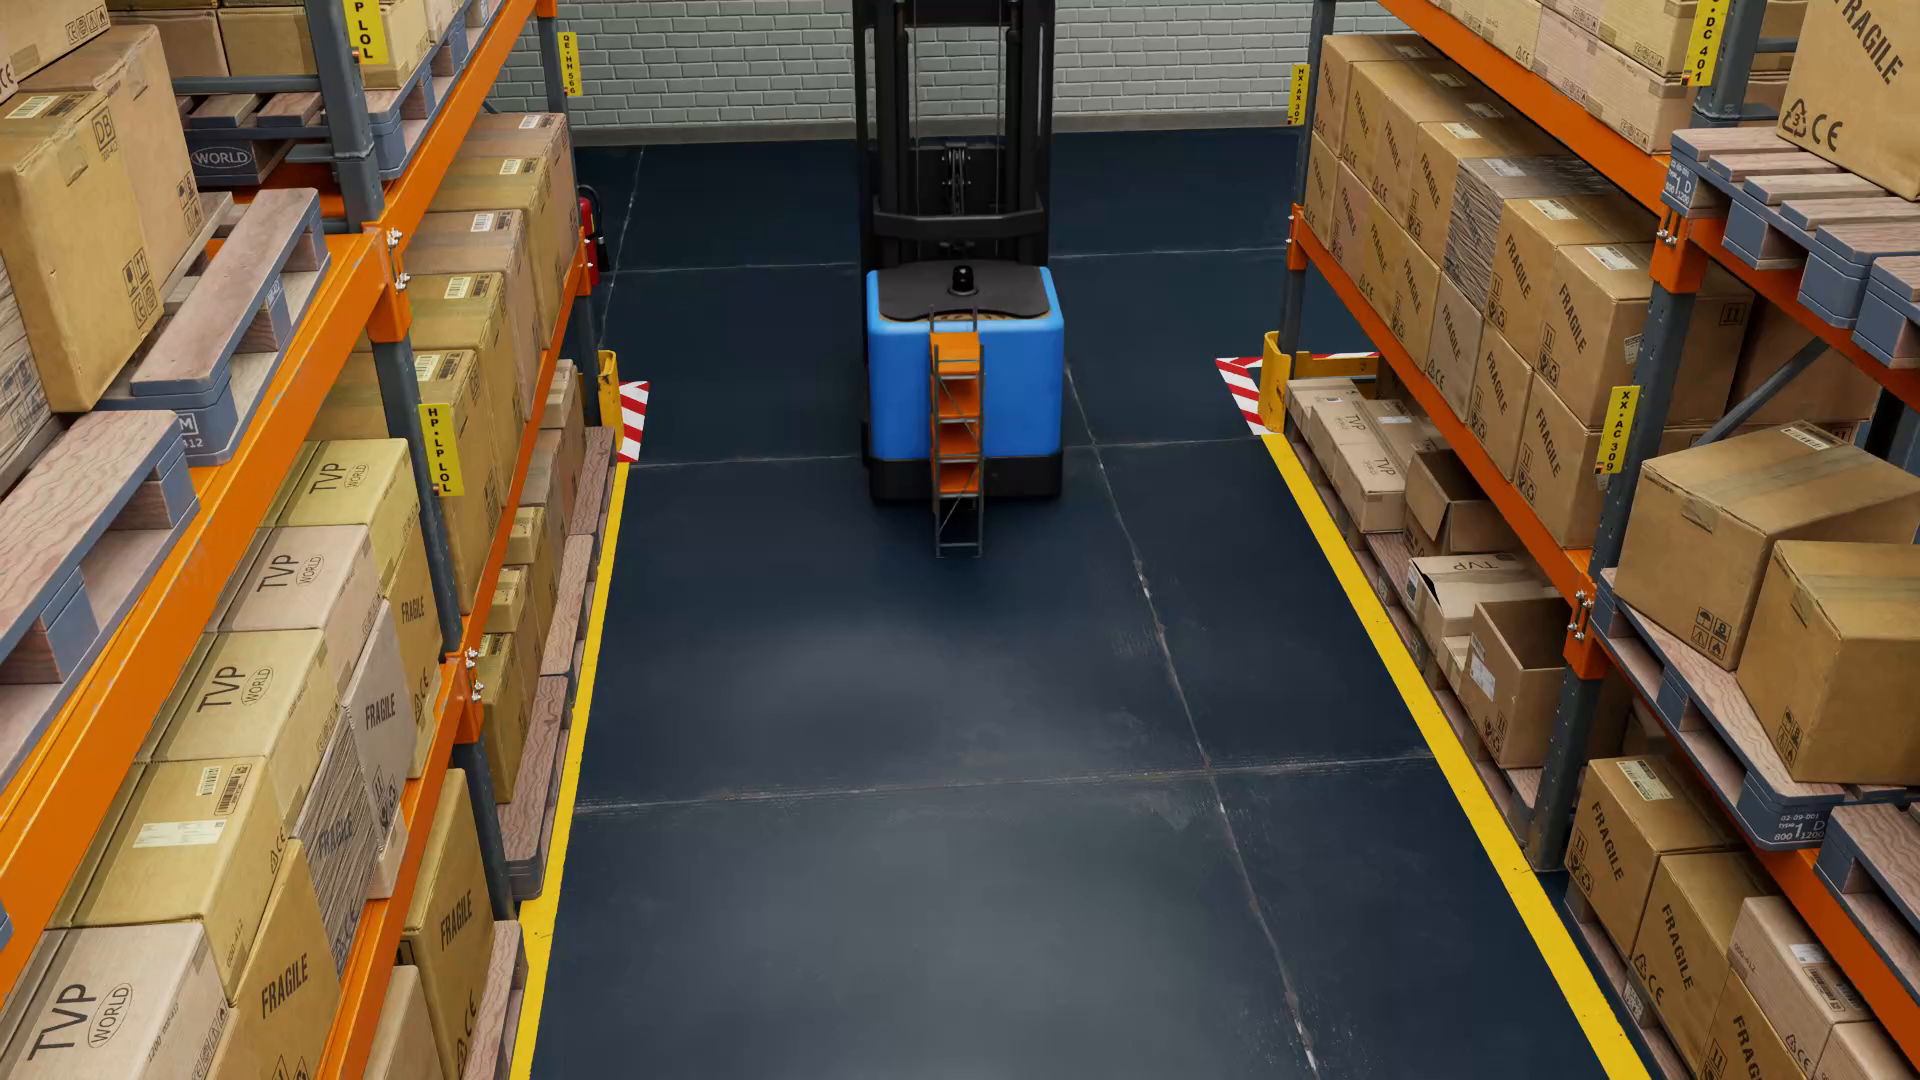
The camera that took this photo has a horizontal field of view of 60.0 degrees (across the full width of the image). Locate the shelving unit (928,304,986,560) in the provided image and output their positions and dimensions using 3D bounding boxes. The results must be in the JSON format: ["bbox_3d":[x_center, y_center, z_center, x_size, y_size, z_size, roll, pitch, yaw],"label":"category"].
[{"bbox_3d":[-0.018,-0.546,8.494,0.258,1.200,0.503,-2,31,-3],"label":"shelving unit"}]

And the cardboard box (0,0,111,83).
[{"bbox_3d":[-2.226,-1.174,3.607,0.500,0.250,0.500,-1,31,-1],"label":"cardboard box"}]

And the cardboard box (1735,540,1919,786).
[{"bbox_3d":[2.703,0.350,4.731,0.700,0.500,0.500,2,31,3],"label":"cardboard box"}]

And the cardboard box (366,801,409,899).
[{"bbox_3d":[-1.755,0.865,4.603,0.380,0.149,0.250,-3,31,-5],"label":"cardboard box"}]

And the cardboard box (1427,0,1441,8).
[{"bbox_3d":[2.257,-2.507,7.243,0.500,0.250,0.500,-3,31,-5],"label":"cardboard box"}]

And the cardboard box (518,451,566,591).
[{"bbox_3d":[-2.292,-0.072,7.974,0.700,0.500,0.500,-4,31,-6],"label":"cardboard box"}]

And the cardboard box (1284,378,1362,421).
[{"bbox_3d":[2.077,-0.804,9.522,0.380,0.149,0.250,-3,31,-5],"label":"cardboard box"}]

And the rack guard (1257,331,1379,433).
[{"bbox_3d":[2.387,-0.957,9.865,1.175,0.500,0.348,-3,31,-5],"label":"rack guard"}]

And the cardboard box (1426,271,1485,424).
[{"bbox_3d":[2.352,-0.838,7.130,0.500,0.500,0.500,-2,31,-3],"label":"cardboard box"}]

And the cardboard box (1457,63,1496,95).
[{"bbox_3d":[2.744,-2.069,8.217,0.500,0.500,0.500,-2,31,-3],"label":"cardboard box"}]

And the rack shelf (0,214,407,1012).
[{"bbox_3d":[-1.991,0.254,3.175,1.077,0.370,4.000,-3,31,-5],"label":"rack shelf"}]

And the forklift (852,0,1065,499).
[{"bbox_3d":[-0.049,-2.203,9.579,1.130,2.935,3.031,-2,31,-3],"label":"forklift"}]

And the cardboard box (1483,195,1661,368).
[{"bbox_3d":[2.398,-1.006,6.437,0.500,0.500,0.500,-3,31,-6],"label":"cardboard box"}]

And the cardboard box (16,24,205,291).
[{"bbox_3d":[-2.205,-0.853,3.801,0.700,0.500,0.500,-4,31,-7],"label":"cardboard box"}]

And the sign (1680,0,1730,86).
[{"bbox_3d":[2.214,-1.507,4.918,0.100,0.325,0.005,-3,31,-5],"label":"sign"}]

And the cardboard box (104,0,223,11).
[{"bbox_3d":[-2.475,-1.902,4.991,0.500,0.500,0.500,-3,31,-5],"label":"cardboard box"}]

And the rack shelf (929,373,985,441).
[{"bbox_3d":[-0.018,-0.680,8.414,0.258,0.148,0.480,-2,31,-3],"label":"rack shelf"}]

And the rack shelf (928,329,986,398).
[{"bbox_3d":[-0.018,-0.883,8.292,0.258,0.148,0.480,-2,31,-3],"label":"rack shelf"}]

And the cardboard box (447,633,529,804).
[{"bbox_3d":[-2.146,0.718,6.650,0.700,0.500,0.500,-2,31,-4],"label":"cardboard box"}]

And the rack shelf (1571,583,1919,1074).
[{"bbox_3d":[2.941,1.303,4.345,1.077,0.370,4.000,-3,31,-5],"label":"rack shelf"}]

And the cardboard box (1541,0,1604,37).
[{"bbox_3d":[2.395,-1.956,5.833,0.500,0.250,0.500,-3,31,-5],"label":"cardboard box"}]

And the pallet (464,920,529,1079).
[{"bbox_3d":[-2.031,1.800,5.531,1.003,0.211,1.213,-3,31,-5],"label":"pallet"}]

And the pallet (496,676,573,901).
[{"bbox_3d":[-2.171,1.017,6.841,1.003,0.211,1.213,-3,31,-5],"label":"pallet"}]

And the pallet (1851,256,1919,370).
[{"bbox_3d":[2.845,-0.368,3.700,1.213,0.211,1.003,-3,31,-5],"label":"pallet"}]

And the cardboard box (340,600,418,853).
[{"bbox_3d":[-1.826,0.517,4.553,0.500,0.500,0.500,-3,31,-4],"label":"cardboard box"}]

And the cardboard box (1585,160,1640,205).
[{"bbox_3d":[2.894,-1.279,6.894,0.500,0.500,0.500,-4,31,-6],"label":"cardboard box"}]

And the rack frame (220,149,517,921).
[{"bbox_3d":[-2.178,0.212,5.469,1.000,3.000,0.127,-3,31,-5],"label":"rack frame"}]

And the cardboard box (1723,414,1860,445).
[{"bbox_3d":[2.978,-0.343,6.302,0.500,0.500,0.500,-2,31,-3],"label":"cardboard box"}]

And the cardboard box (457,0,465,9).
[{"bbox_3d":[-2.069,-2.122,6.092,0.500,0.250,0.500,-4,31,-6],"label":"cardboard box"}]

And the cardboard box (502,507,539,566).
[{"bbox_3d":[-2.045,-0.010,7.237,0.380,0.149,0.250,-4,31,-6],"label":"cardboard box"}]

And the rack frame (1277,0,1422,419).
[{"bbox_3d":[2.380,-2.069,9.289,1.000,3.000,0.127,-3,31,-5],"label":"rack frame"}]

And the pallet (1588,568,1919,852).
[{"bbox_3d":[2.720,0.469,5.227,1.003,0.211,1.213,-3,31,-5],"label":"pallet"}]

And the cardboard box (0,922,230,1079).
[{"bbox_3d":[-1.691,0.980,3.046,0.500,0.250,0.500,-3,31,-4],"label":"cardboard box"}]

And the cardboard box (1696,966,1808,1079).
[{"bbox_3d":[2.657,1.643,5.082,0.500,0.500,0.500,-2,31,-4],"label":"cardboard box"}]

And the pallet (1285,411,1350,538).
[{"bbox_3d":[2.463,-0.426,9.258,1.003,0.211,1.213,-3,31,-5],"label":"pallet"}]

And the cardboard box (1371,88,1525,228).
[{"bbox_3d":[2.257,-1.780,7.732,0.500,0.500,0.500,-2,31,-4],"label":"cardboard box"}]

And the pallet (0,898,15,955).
[{"bbox_3d":[-1.917,0.722,1.876,1.213,0.211,1.003,-1,31,-2],"label":"pallet"}]

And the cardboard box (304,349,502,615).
[{"bbox_3d":[-2.212,-0.194,5.858,0.980,0.700,0.700,-2,31,-4],"label":"cardboard box"}]

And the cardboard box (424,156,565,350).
[{"bbox_3d":[-2.415,-1.328,7.755,0.980,0.700,0.700,-3,31,-5],"label":"cardboard box"}]

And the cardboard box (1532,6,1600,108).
[{"bbox_3d":[2.407,-1.742,5.962,0.500,0.250,0.500,-3,31,-5],"label":"cardboard box"}]

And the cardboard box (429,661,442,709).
[{"bbox_3d":[-1.864,0.471,5.262,0.380,0.149,0.250,-2,31,-4],"label":"cardboard box"}]

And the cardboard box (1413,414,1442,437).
[{"bbox_3d":[2.624,-0.565,9.104,0.380,0.166,0.250,-3,31,-5],"label":"cardboard box"}]

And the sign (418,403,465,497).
[{"bbox_3d":[-1.638,-0.282,5.245,0.100,0.325,0.005,-3,31,-5],"label":"sign"}]

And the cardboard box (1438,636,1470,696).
[{"bbox_3d":[2.323,0.542,7.268,0.380,0.149,0.250,-3,31,-5],"label":"cardboard box"}]

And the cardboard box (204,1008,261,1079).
[{"bbox_3d":[-1.680,1.294,3.252,0.500,0.500,0.500,-3,31,-5],"label":"cardboard box"}]

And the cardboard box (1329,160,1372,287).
[{"bbox_3d":[2.213,-1.610,8.422,0.500,0.500,0.500,-3,31,-5],"label":"cardboard box"}]

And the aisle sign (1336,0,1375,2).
[{"bbox_3d":[2.081,-3.206,8.657,0.394,0.787,0.004,-3,31,-5],"label":"aisle sign"}]

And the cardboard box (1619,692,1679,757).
[{"bbox_3d":[2.930,0.714,6.823,0.500,0.311,0.500,-3,31,-5],"label":"cardboard box"}]

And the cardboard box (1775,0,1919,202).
[{"bbox_3d":[2.728,-1.320,4.505,0.600,0.600,0.600,-6,31,-9],"label":"cardboard box"}]

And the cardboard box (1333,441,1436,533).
[{"bbox_3d":[2.242,-0.276,8.539,0.500,0.250,0.500,-3,31,-5],"label":"cardboard box"}]
